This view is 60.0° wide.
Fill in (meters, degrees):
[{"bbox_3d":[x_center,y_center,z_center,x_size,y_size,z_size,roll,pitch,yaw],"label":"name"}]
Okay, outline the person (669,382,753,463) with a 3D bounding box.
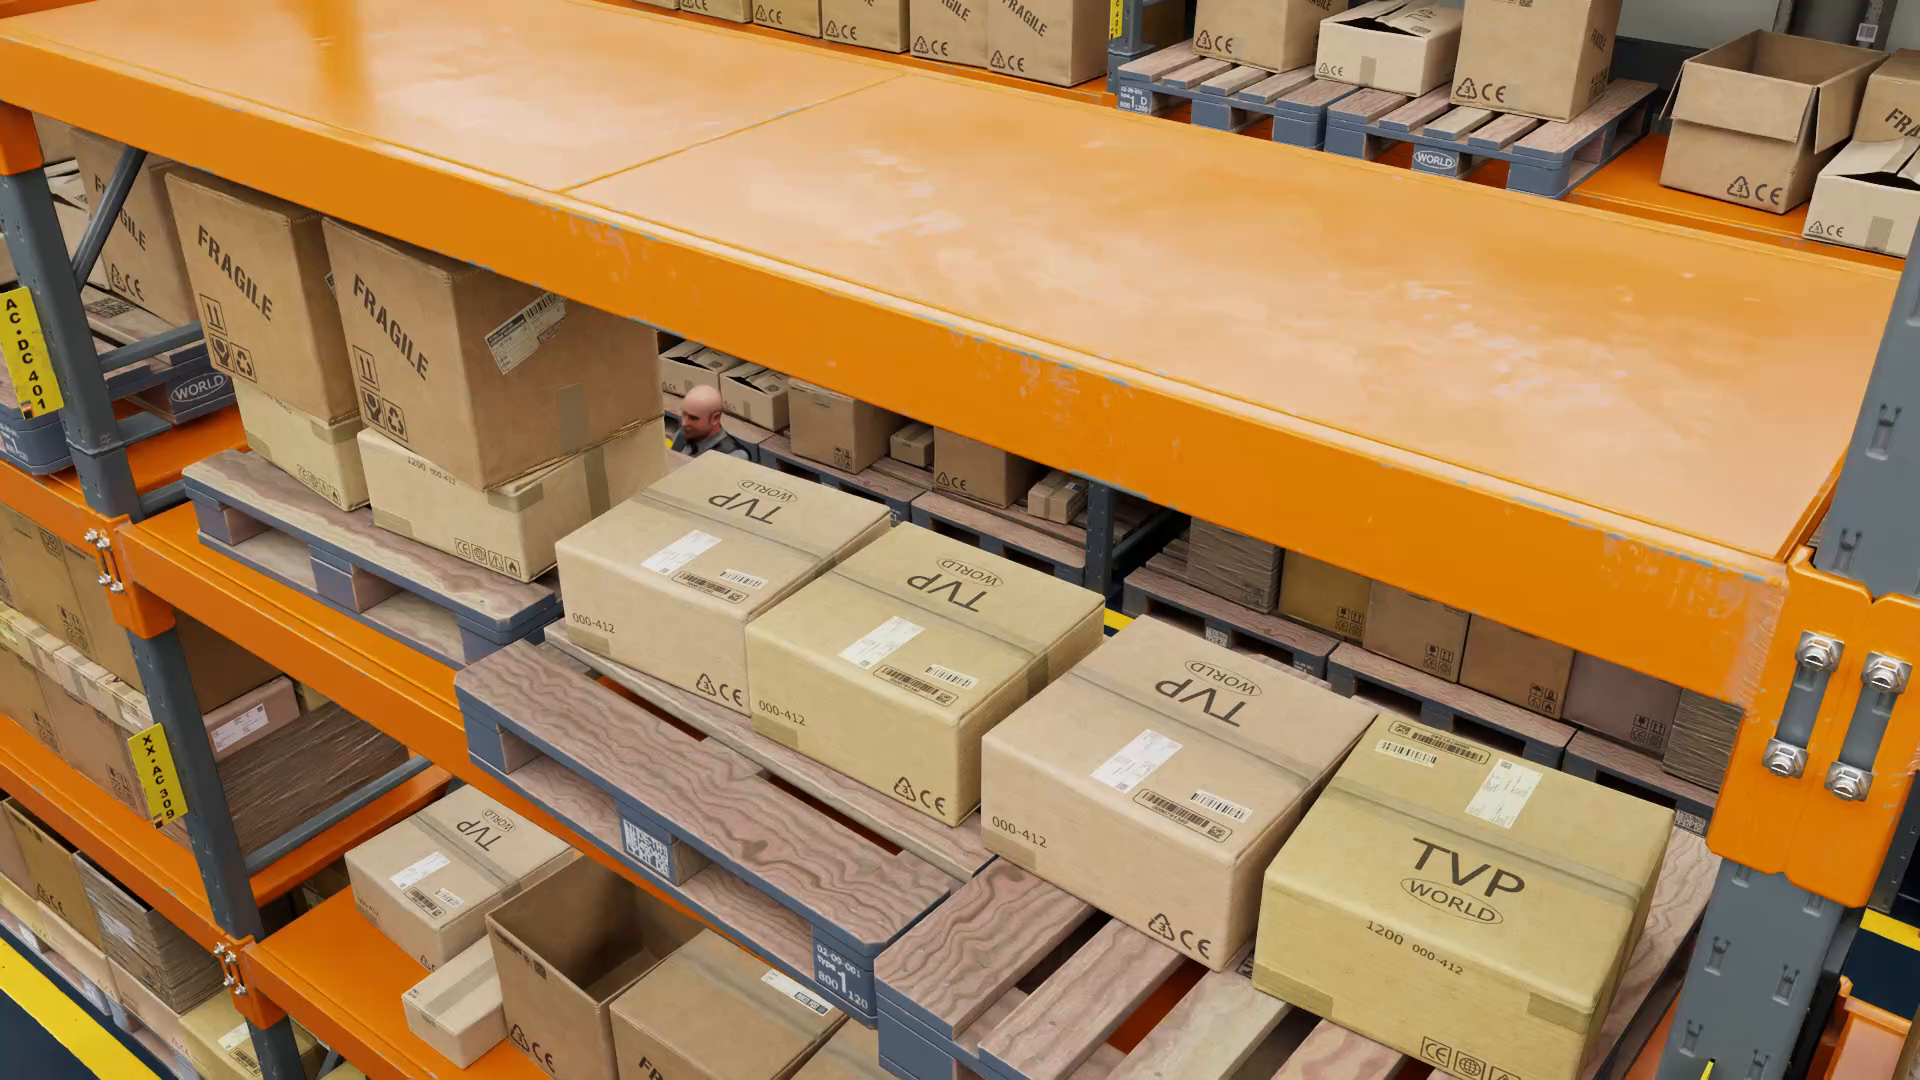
[{"bbox_3d":[-1.256,0.048,7.999,0.602,1.733,0.455,27,40,37],"label":"person"}]
